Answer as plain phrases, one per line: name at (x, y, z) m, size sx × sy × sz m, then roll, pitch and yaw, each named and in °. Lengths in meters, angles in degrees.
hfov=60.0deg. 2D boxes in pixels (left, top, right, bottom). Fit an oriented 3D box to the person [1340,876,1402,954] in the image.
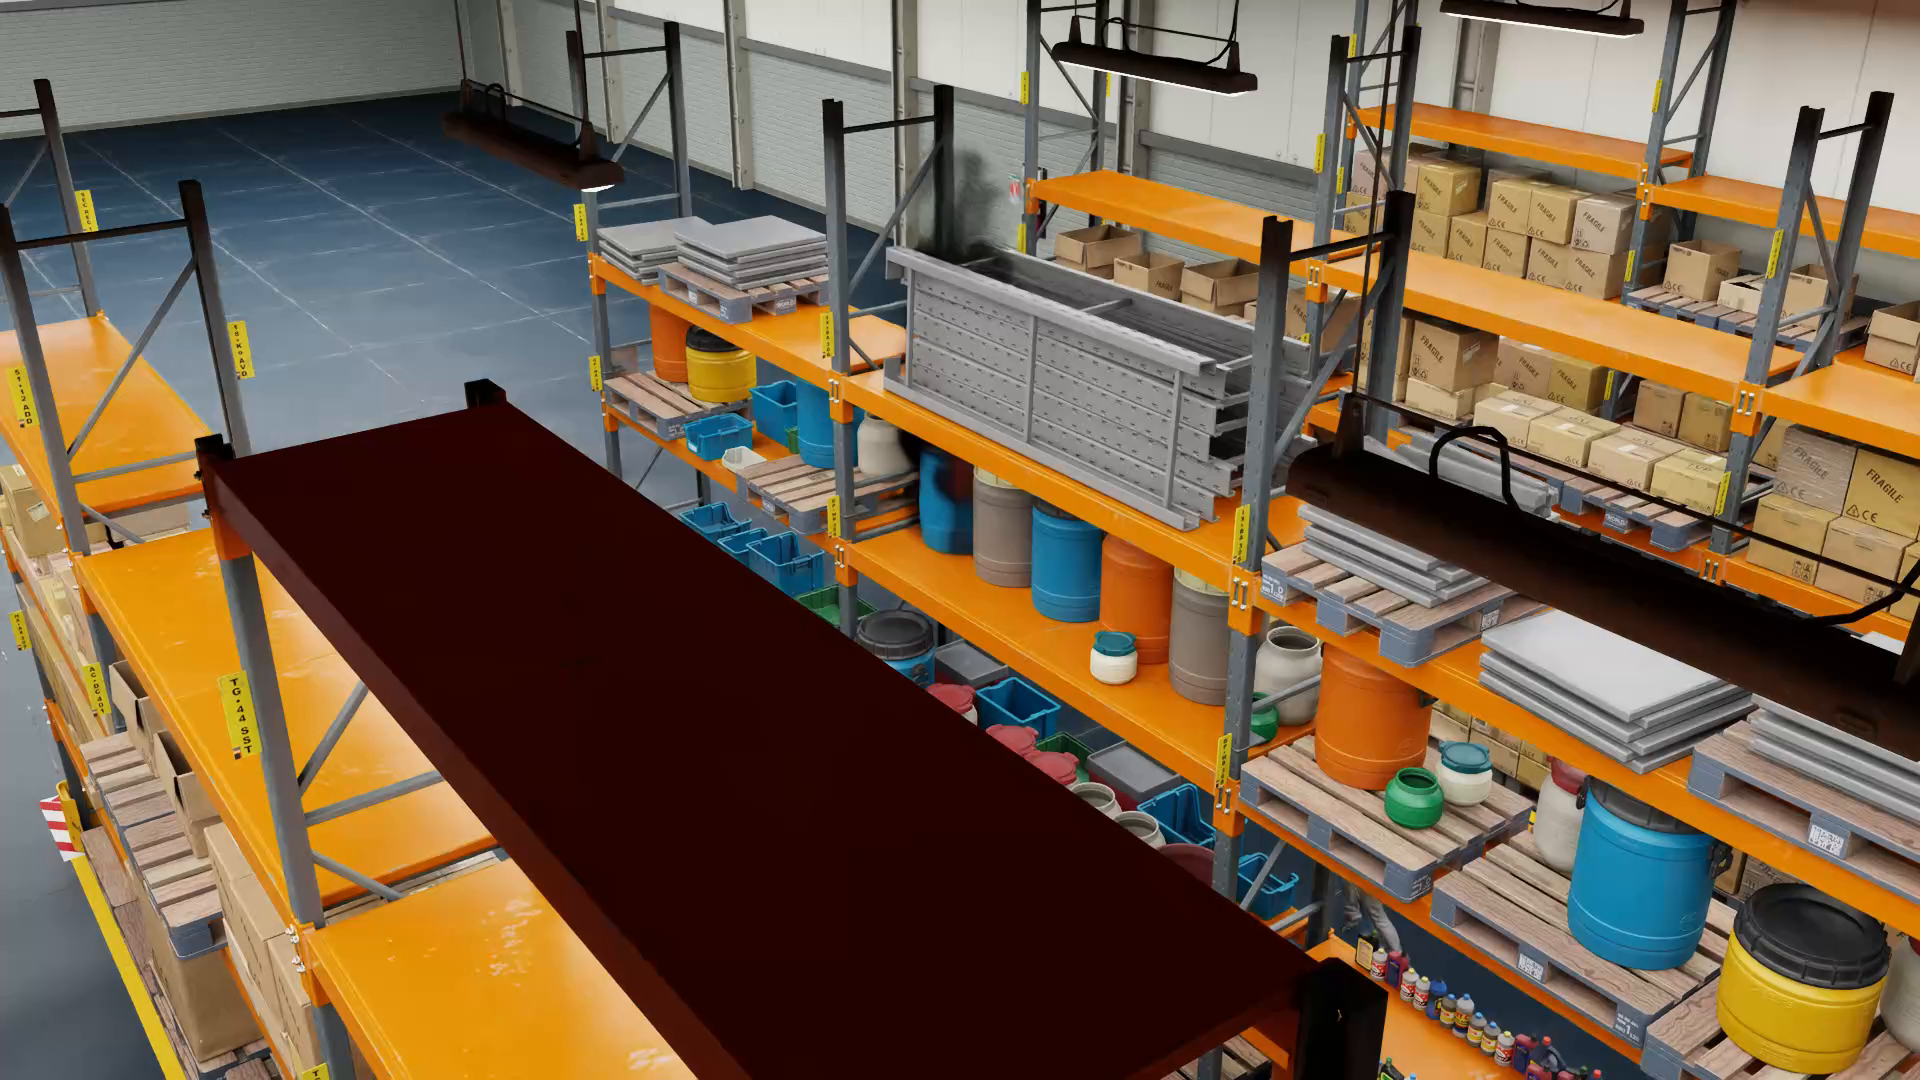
person at (2.930, 2.285, 11.827) m, size 0.603 × 1.587 × 0.887 m, roll -16°, pitch 29°, yaw -31°
